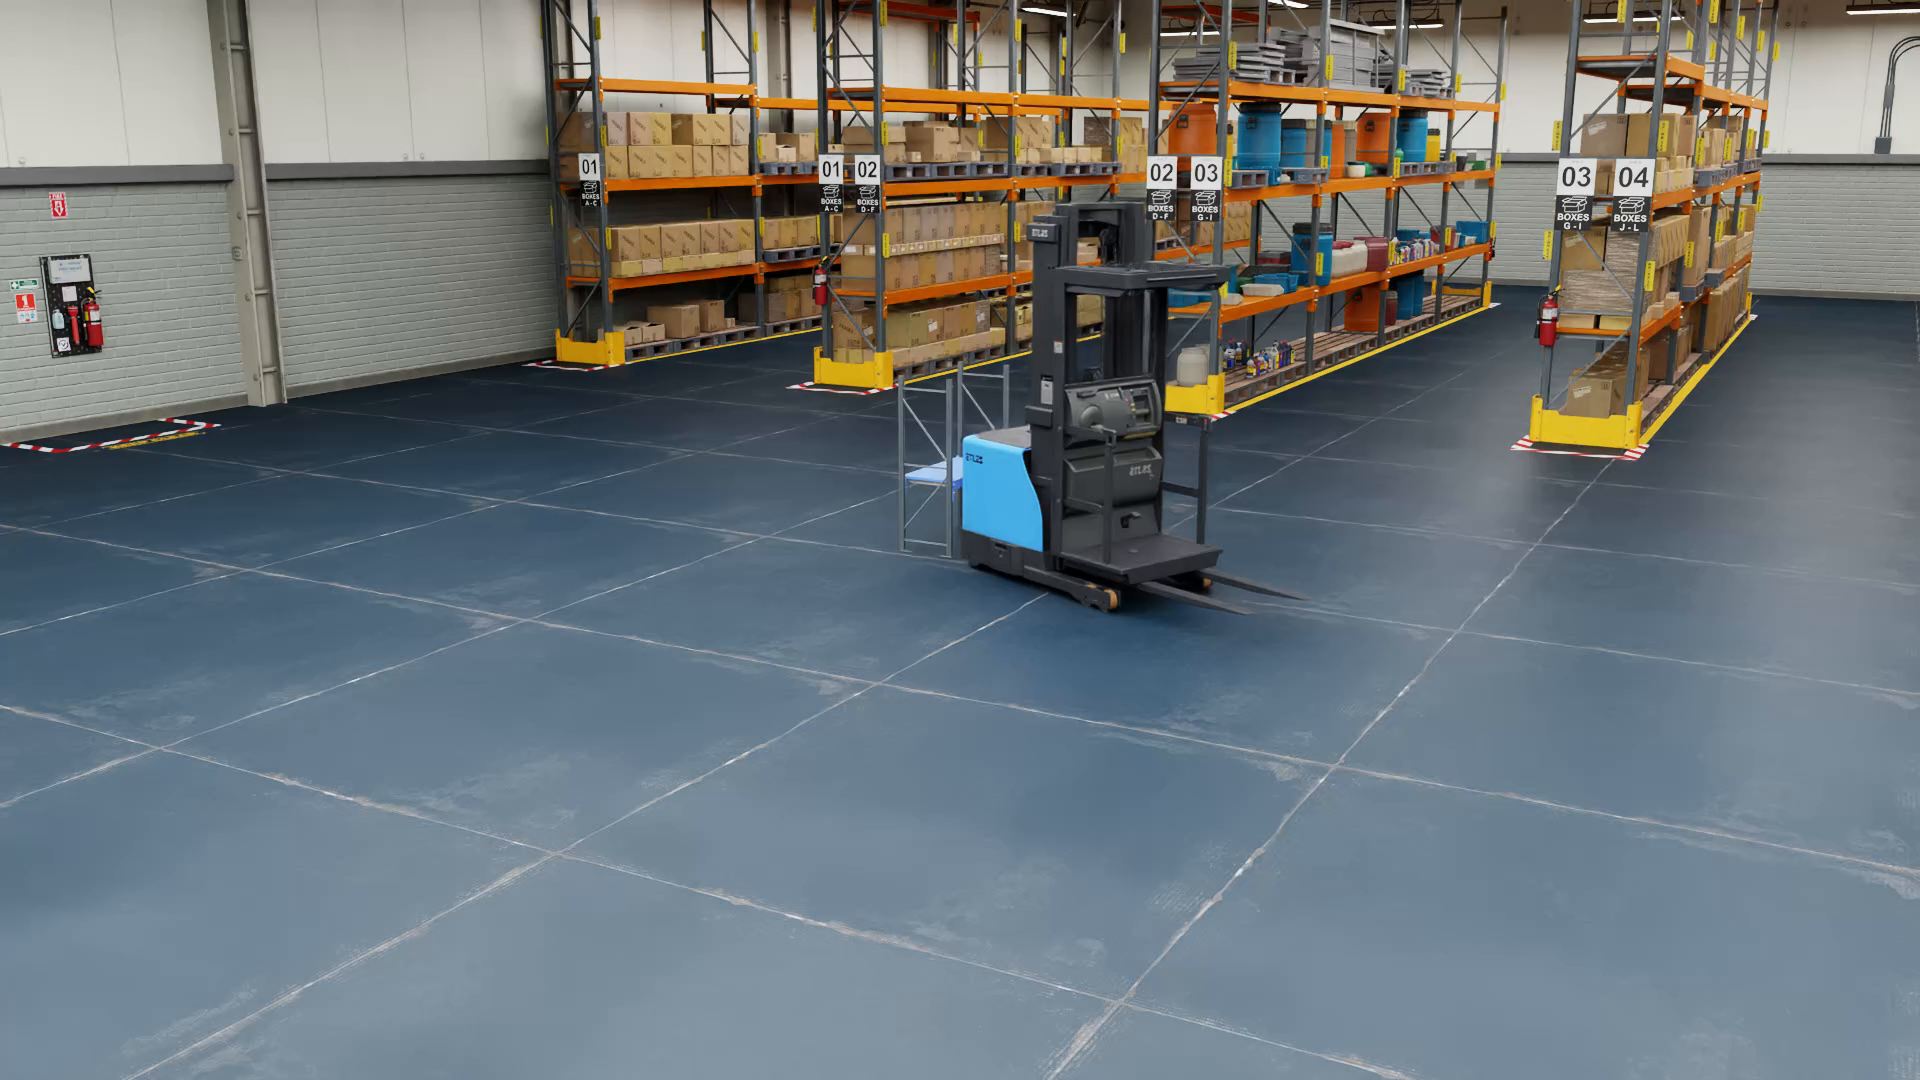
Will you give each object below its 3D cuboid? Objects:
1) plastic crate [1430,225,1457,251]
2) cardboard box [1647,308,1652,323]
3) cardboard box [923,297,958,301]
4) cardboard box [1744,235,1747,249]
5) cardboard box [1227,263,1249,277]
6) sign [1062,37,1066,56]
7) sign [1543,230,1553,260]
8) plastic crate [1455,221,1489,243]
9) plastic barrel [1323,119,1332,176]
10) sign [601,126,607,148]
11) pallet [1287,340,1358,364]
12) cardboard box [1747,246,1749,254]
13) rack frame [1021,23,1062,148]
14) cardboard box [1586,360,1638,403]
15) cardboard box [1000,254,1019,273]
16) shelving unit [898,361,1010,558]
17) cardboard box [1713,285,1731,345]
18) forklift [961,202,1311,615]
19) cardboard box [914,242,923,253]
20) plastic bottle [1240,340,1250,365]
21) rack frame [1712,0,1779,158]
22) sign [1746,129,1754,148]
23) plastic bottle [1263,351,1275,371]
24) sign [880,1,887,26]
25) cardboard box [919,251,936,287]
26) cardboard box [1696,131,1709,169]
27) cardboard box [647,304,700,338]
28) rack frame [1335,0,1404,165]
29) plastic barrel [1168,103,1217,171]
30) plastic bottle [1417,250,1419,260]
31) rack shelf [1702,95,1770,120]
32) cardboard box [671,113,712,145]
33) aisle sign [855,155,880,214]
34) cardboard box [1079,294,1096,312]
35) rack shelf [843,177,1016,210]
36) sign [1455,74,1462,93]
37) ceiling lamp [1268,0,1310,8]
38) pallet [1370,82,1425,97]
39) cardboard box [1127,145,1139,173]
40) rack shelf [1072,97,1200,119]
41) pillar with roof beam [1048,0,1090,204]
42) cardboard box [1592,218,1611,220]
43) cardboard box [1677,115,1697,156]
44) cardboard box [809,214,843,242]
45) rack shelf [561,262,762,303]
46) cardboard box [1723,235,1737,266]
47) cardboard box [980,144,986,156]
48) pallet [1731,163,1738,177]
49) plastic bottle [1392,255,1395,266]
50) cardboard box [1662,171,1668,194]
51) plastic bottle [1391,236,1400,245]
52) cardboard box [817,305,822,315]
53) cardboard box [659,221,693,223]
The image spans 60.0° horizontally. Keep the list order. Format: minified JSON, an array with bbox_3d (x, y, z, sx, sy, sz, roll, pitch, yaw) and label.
[{"bbox_3d":[9.276,-5.805,31.948,0.402,0.464,0.583,7,15,28],"label":"plastic crate"},{"bbox_3d":[8.007,-2.679,19.782,0.380,0.149,0.250,7,15,28],"label":"cardboard box"},{"bbox_3d":[-0.310,-3.579,26.352,0.500,0.500,0.500,7,15,28],"label":"cardboard box"},{"bbox_3d":[14.153,-5.476,30.532,0.500,0.250,0.500,7,15,28],"label":"cardboard box"},{"bbox_3d":[6.177,-5.832,36.718,0.500,0.500,0.500,7,15,28],"label":"cardboard box"},{"bbox_3d":[1.877,-8.800,29.672,0.100,0.325,0.005,7,15,28],"label":"sign"},{"bbox_3d":[6.683,-3.350,18.886,0.100,0.325,0.005,7,15,28],"label":"sign"},{"bbox_3d":[10.560,-6.367,34.340,0.616,0.435,0.499,7,15,28],"label":"plastic crate"},{"bbox_3d":[5.446,-6.048,25.750,0.600,0.901,0.708,7,15,28],"label":"plastic barrel"},{"bbox_3d":[-5.374,-6.072,25.055,0.100,0.325,0.005,7,15,28],"label":"sign"},{"bbox_3d":[5.692,-3.010,26.568,1.003,0.211,1.213,7,15,28],"label":"pallet"},{"bbox_3d":[14.642,-5.461,31.320,0.380,0.149,0.250,8,16,29],"label":"cardboard box"},{"bbox_3d":[1.886,-10.450,38.677,1.000,3.000,0.127,7,15,28],"label":"rack frame"},{"bbox_3d":[8.054,-1.935,20.596,0.500,0.500,0.500,9,16,33],"label":"cardboard box"},{"bbox_3d":[0.623,-4.544,27.300,0.500,0.250,0.500,9,16,32],"label":"cardboard box"},{"bbox_3d":[-0.041,-0.712,14.285,0.538,1.500,1.048,7,15,28],"label":"shelving unit"},{"bbox_3d":[11.816,-3.701,27.121,1.225,0.875,0.875,7,15,28],"label":"cardboard box"},{"bbox_3d":[1.310,-1.024,12.526,1.130,2.935,3.031,-10,17,-37],"label":"forklift"},{"bbox_3d":[-0.761,-4.267,24.235,0.380,0.149,0.250,7,15,27],"label":"cardboard box"},{"bbox_3d":[4.130,-2.740,24.211,0.144,0.351,0.185,7,15,28],"label":"plastic bottle"},{"bbox_3d":[14.894,-8.766,31.693,1.000,3.000,0.127,7,15,28],"label":"rack frame"},{"bbox_3d":[13.440,-6.832,28.297,0.100,0.325,0.005,7,15,28],"label":"sign"},{"bbox_3d":[4.368,-2.535,23.522,0.152,0.276,0.135,8,16,29],"label":"plastic bottle"},{"bbox_3d":[-1.028,-7.073,22.342,0.100,0.325,0.005,7,15,28],"label":"sign"},{"bbox_3d":[-0.779,-4.042,24.688,0.700,0.500,0.500,7,15,28],"label":"cardboard box"},{"bbox_3d":[9.862,-5.379,22.927,0.797,0.503,0.637,8,16,30],"label":"cardboard box"},{"bbox_3d":[-4.761,-3.643,27.638,0.700,0.500,0.500,6,15,25],"label":"cardboard box"},{"bbox_3d":[6.691,-7.686,27.213,1.000,3.000,0.127,7,15,28],"label":"rack frame"},{"bbox_3d":[2.948,-5.113,21.130,0.600,0.830,0.708,7,15,28],"label":"plastic barrel"},{"bbox_3d":[8.200,-5.143,29.890,0.097,0.201,0.097,0,14,0],"label":"plastic bottle"},{"bbox_3d":[13.927,-7.811,30.123,1.077,0.370,4.000,7,15,28],"label":"rack shelf"},{"bbox_3d":[-4.419,-6.718,27.211,0.500,0.500,0.500,7,15,26],"label":"cardboard box"},{"bbox_3d":[-1.274,-4.906,22.935,0.394,0.787,0.004,7,15,28],"label":"aisle sign"},{"bbox_3d":[2.074,-4.229,29.448,0.500,0.311,0.500,7,15,27],"label":"cardboard box"},{"bbox_3d":[-0.544,-5.209,24.874,1.077,0.370,4.000,7,15,28],"label":"rack shelf"},{"bbox_3d":[9.106,-8.342,30.382,0.100,0.325,0.005,7,15,28],"label":"sign"},{"bbox_3d":[6.251,-11.428,30.281,0.800,3.185,2.000,7,15,28],"label":"ceiling lamp"},{"bbox_3d":[7.067,-7.544,27.882,1.213,0.211,1.003,7,15,28],"label":"pallet"},{"bbox_3d":[2.785,-7.036,30.705,0.910,0.500,0.500,7,15,28],"label":"cardboard box"},{"bbox_3d":[3.324,-8.114,31.377,1.077,0.370,4.000,7,15,28],"label":"rack shelf"},{"bbox_3d":[6.203,-10.614,39.358,9.100,9.000,0.548,7,15,28],"label":"pillar with roof beam"},{"bbox_3d":[7.939,-3.694,20.475,0.500,0.500,0.500,7,15,28],"label":"cardboard box"},{"bbox_3d":[9.099,-5.161,21.225,0.500,0.500,0.500,7,15,26],"label":"cardboard box"},{"bbox_3d":[-2.446,-5.939,31.616,0.700,0.500,0.500,6,15,23],"label":"cardboard box"},{"bbox_3d":[-4.882,-4.311,27.550,1.077,0.370,4.000,7,15,28],"label":"rack shelf"},{"bbox_3d":[12.974,-4.951,28.455,0.500,0.500,0.500,7,15,28],"label":"cardboard box"},{"bbox_3d":[0.517,-8.462,36.045,0.500,0.250,0.500,7,15,28],"label":"cardboard box"},{"bbox_3d":[12.561,-6.200,27.860,0.805,0.209,1.217,7,15,26],"label":"pallet"},{"bbox_3d":[7.382,-4.827,28.404,0.061,0.283,0.133,7,15,28],"label":"plastic bottle"},{"bbox_3d":[7.863,-4.128,19.177,0.500,0.250,0.500,7,15,27],"label":"cardboard box"},{"bbox_3d":[8.151,-5.522,31.144,0.144,0.351,0.185,7,15,28],"label":"plastic bottle"},{"bbox_3d":[-2.850,-4.539,31.356,0.700,0.500,0.500,7,15,28],"label":"cardboard box"},{"bbox_3d":[-4.824,-5.092,27.934,0.500,0.500,0.500,8,16,30],"label":"cardboard box"}]
